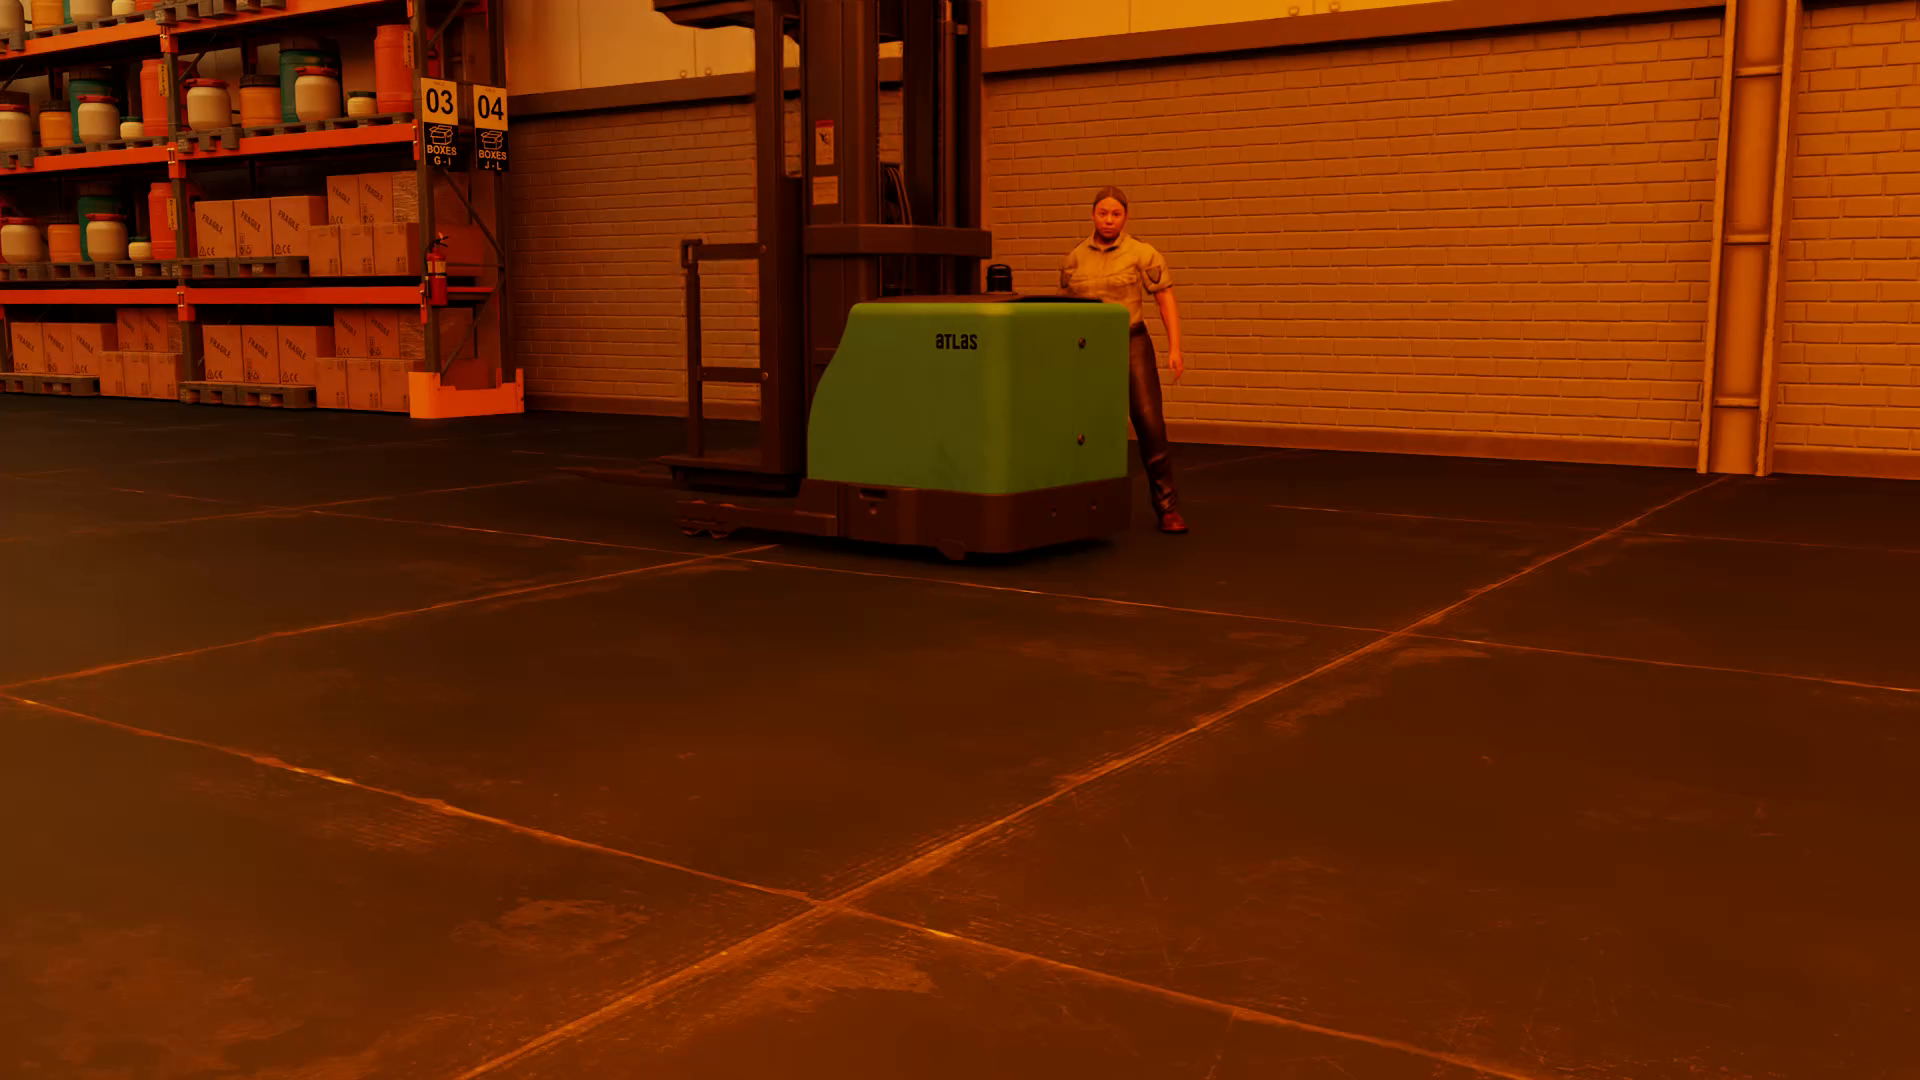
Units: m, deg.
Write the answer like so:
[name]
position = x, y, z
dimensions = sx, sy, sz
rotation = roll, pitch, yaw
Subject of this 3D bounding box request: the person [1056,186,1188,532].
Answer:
[person]
position = 0.766, -0.877, 8.027
dimensions = 0.778, 1.626, 0.371
rotation = 3, 9, 23

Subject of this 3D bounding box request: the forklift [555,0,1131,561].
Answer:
[forklift]
position = -0.709, -1.507, 7.792
dimensions = 3.031, 2.935, 1.130
rotation = 6, 10, 38
